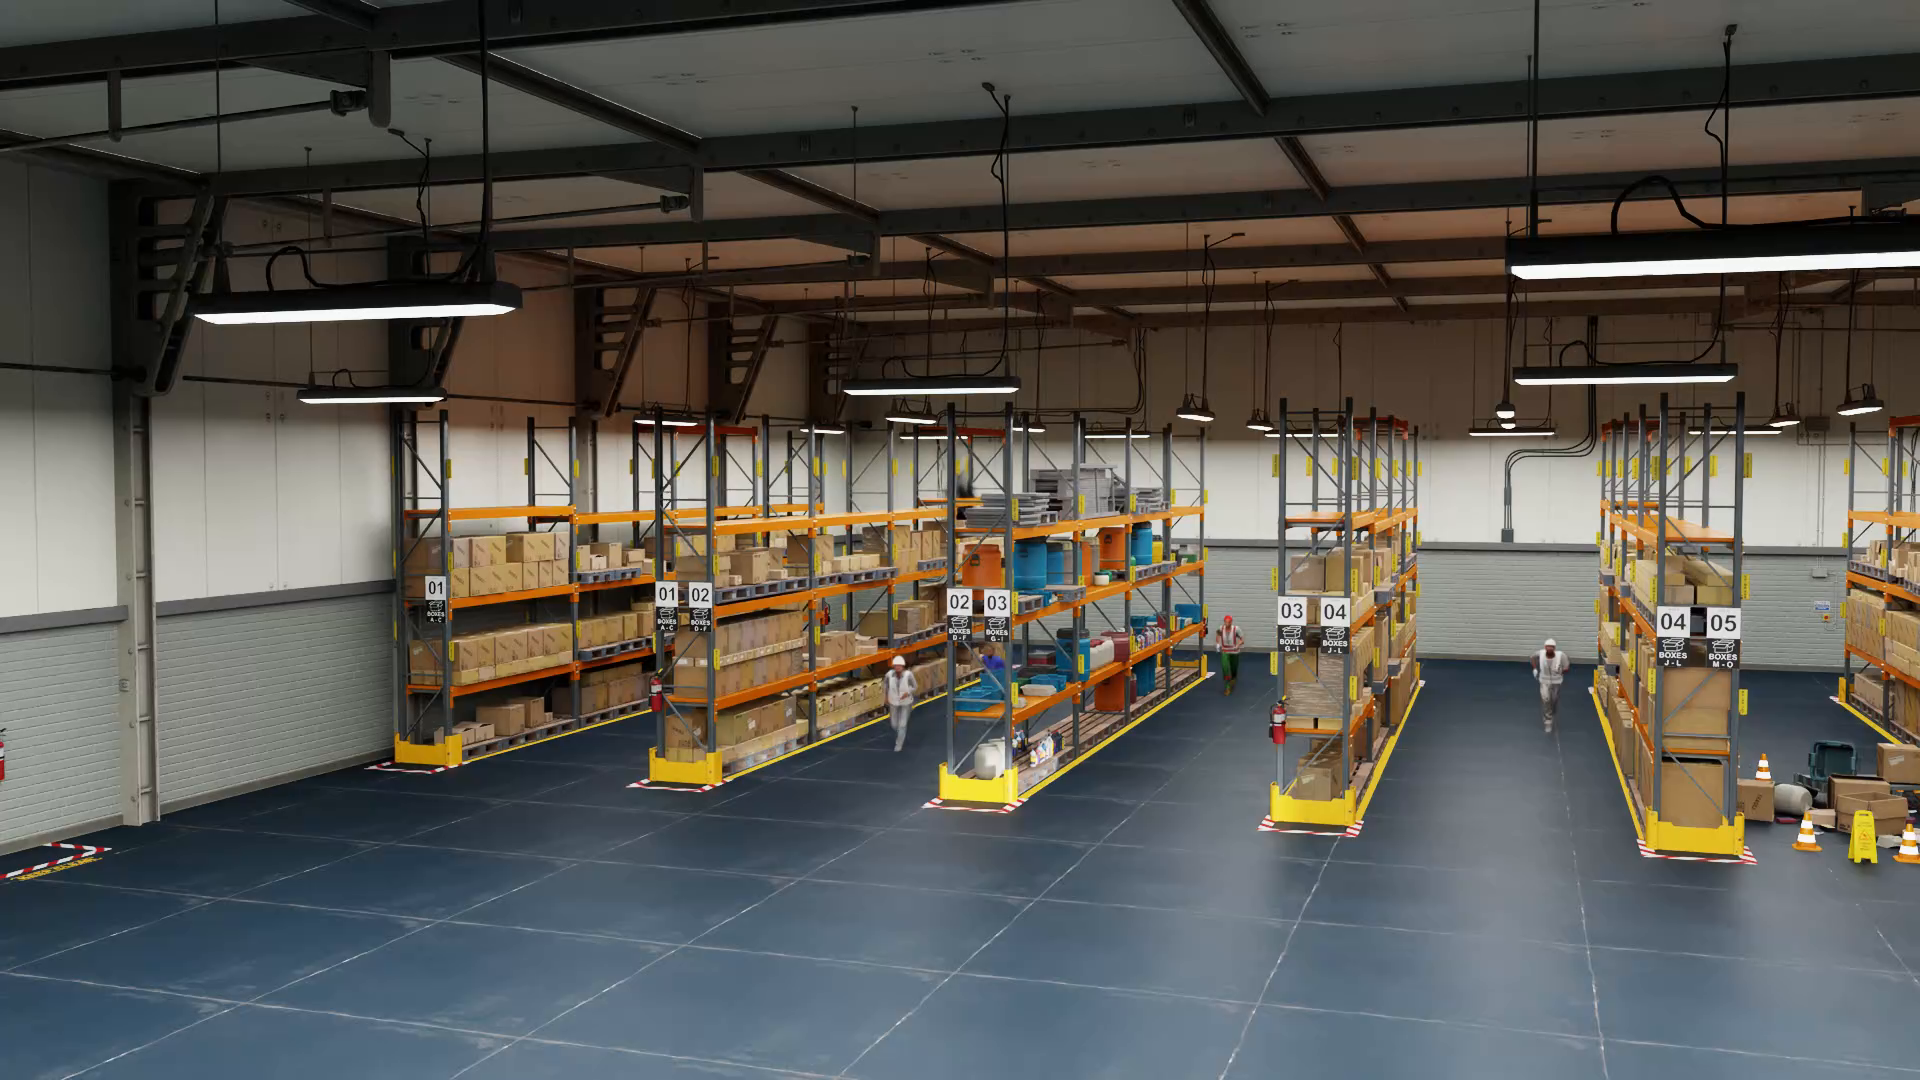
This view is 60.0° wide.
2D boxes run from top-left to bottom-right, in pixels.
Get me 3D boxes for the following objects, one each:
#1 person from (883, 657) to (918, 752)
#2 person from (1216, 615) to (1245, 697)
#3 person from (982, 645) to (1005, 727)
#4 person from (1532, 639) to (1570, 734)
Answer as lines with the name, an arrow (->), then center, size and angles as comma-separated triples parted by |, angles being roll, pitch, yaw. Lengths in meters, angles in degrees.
person -> -1.062, 2.902, 29.557 | 0.650, 1.706, 0.747 | 0, 2, 4
person -> 6.022, 2.537, 37.039 | 0.659, 1.775, 1.132 | 1, 3, 15
person -> 0.639, 2.863, 32.240 | 0.550, 1.499, 0.885 | 1, 3, 18
person -> 11.321, 2.766, 31.872 | 0.679, 1.791, 1.044 | 1, 3, 16
